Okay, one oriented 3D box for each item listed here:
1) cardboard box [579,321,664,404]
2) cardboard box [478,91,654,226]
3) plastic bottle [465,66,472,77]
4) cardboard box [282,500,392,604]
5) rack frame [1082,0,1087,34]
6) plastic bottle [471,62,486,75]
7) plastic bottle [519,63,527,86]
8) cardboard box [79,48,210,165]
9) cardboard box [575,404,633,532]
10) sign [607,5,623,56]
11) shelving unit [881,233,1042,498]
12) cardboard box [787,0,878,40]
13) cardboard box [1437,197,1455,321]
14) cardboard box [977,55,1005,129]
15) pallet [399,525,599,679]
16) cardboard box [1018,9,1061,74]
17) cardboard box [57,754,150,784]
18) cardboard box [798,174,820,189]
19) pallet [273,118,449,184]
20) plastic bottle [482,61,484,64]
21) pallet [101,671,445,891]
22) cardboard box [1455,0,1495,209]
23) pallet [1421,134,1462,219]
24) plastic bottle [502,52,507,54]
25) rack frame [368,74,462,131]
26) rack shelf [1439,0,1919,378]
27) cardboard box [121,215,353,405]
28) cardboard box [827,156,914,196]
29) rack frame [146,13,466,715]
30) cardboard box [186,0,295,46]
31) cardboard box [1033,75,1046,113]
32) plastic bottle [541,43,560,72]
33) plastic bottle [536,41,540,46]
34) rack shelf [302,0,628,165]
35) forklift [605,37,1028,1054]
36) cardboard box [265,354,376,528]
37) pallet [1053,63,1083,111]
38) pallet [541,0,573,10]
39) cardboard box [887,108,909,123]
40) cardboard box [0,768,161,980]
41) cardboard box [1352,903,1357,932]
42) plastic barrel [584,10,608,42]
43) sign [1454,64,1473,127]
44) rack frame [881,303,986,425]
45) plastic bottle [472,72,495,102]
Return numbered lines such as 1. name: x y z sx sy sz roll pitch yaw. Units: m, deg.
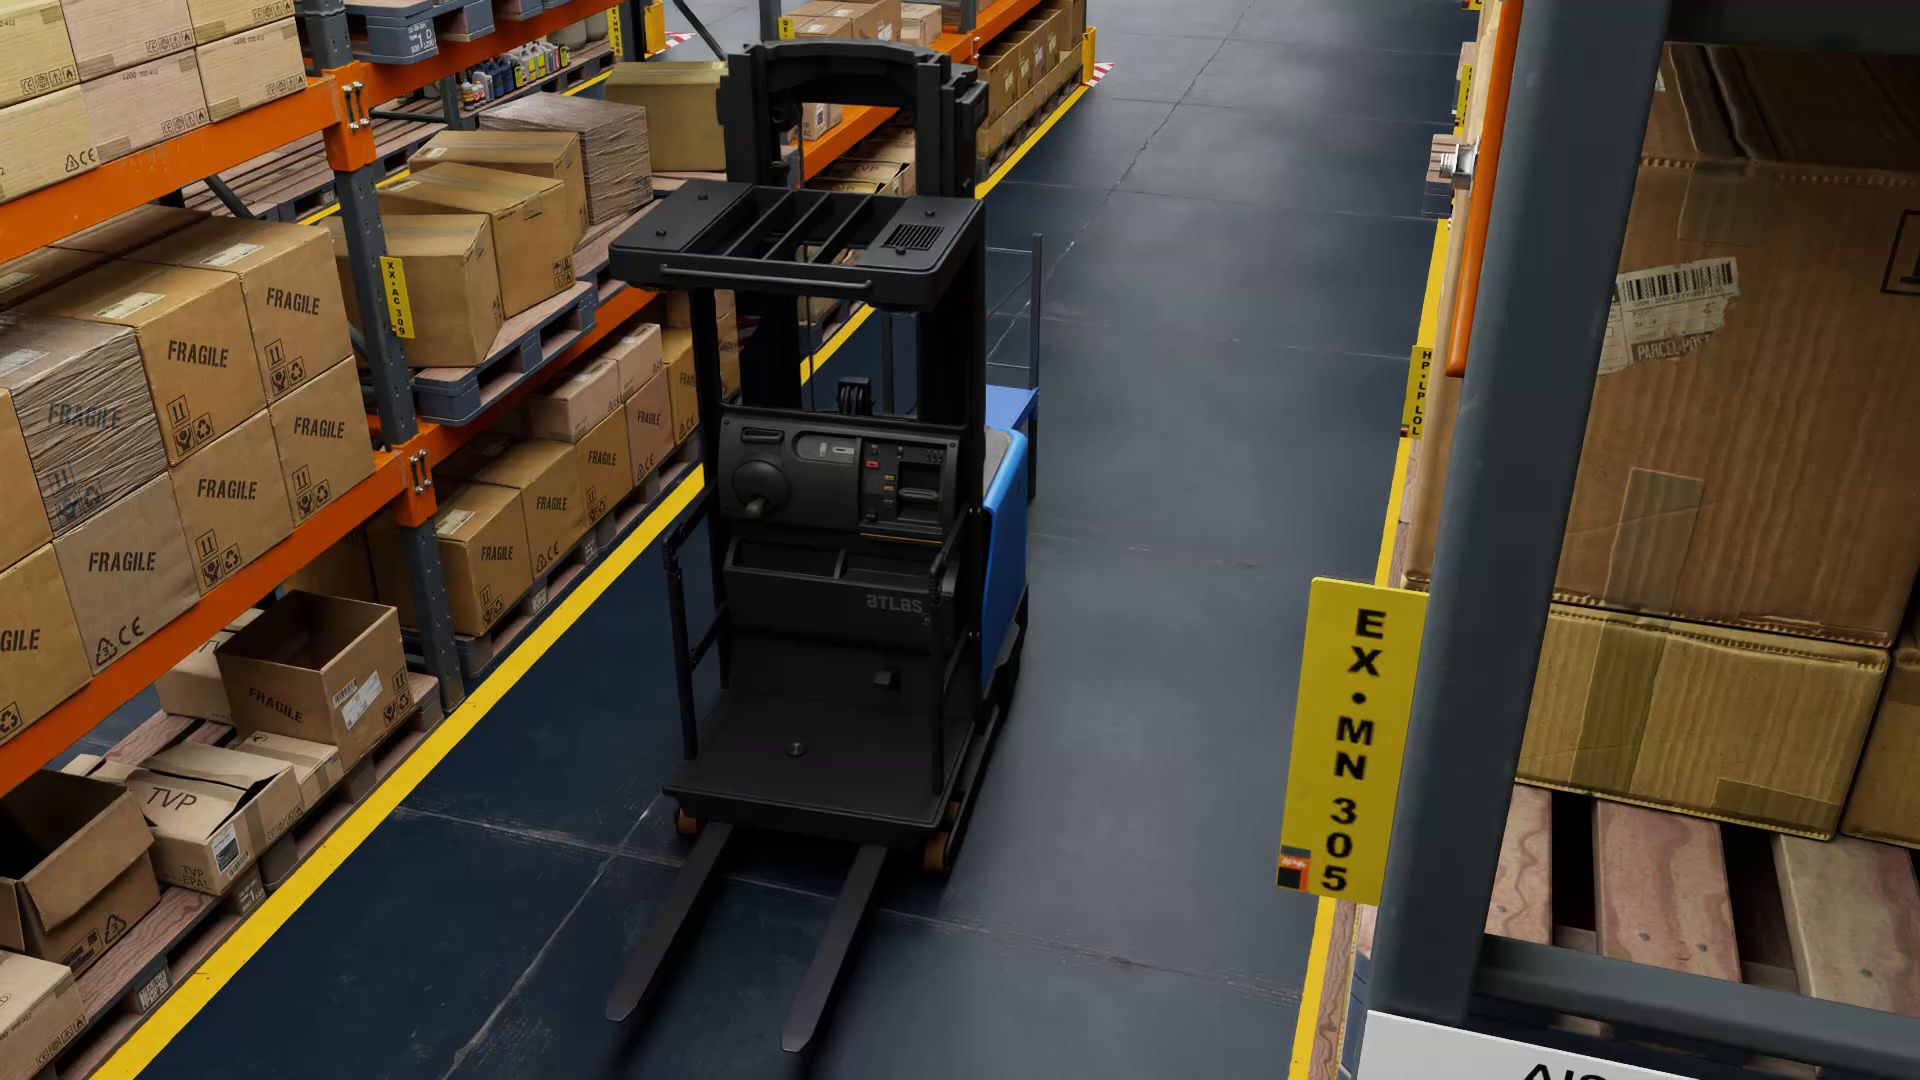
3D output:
1. cardboard box: -1.897 -0.952 8.724 0.500 0.250 0.500 8 30 14
2. cardboard box: -2.066 -2.017 8.755 0.700 0.500 0.500 14 32 24
3. plastic bottle: -4.880 -4.708 16.470 0.061 0.283 0.133 8 30 15
4. cardboard box: -2.841 -0.007 7.796 0.500 0.500 0.500 8 30 15
5. rack frame: 0.810 -6.214 16.834 1.000 3.000 0.127 8 30 15
6. plastic bottle: -4.602 -4.434 15.908 0.144 0.351 0.185 8 30 15
7. plastic bottle: -4.303 -4.565 16.296 0.097 0.201 0.097 0 29 0
8. cardboard box: -2.757 -1.387 5.227 0.500 0.250 0.500 8 30 15
9. cardboard box: -2.037 -0.408 8.516 0.500 0.500 0.500 9 30 15
10. sign: -2.069 -3.079 10.009 0.100 0.325 0.005 8 30 15
11. shelving unit: 0.025 -0.695 8.457 0.538 1.500 1.048 8 30 15
12. cardboard box: -0.906 -3.566 11.972 0.500 0.500 0.500 9 30 15
13. cardboard box: 1.111 -0.408 2.932 0.500 0.250 0.500 8 30 13
14. cardboard box: 0.072 -3.835 14.184 0.500 0.500 0.500 8 30 15
15. pallet: -2.509 0.198 8.177 1.003 0.211 1.213 8 30 15
16. cardboard box: 0.658 -4.765 15.855 0.500 0.500 0.500 8 30 15
17. cardboard box: -3.286 0.977 6.371 0.380 0.166 0.250 8 30 15
18. cardboard box: -1.322 -2.478 11.939 0.500 0.311 0.500 8 30 15
19. pallet: -5.291 -3.474 14.778 1.003 0.211 1.213 8 30 15
20. plastic bottle: -4.884 -4.918 16.859 0.097 0.271 0.097 0 29 0
21. pallet: -2.915 0.901 6.914 1.003 0.211 1.213 8 30 15
22. cardboard box: 1.107 -0.727 2.734 0.500 0.500 0.500 7 30 13
23. pallet: 3.306 -2.053 9.553 1.213 0.211 1.003 8 30 15
24. plastic bottle: -4.754 -5.124 17.229 0.097 0.271 0.097 0 29 0
25. rack frame: -5.098 -5.063 14.766 1.000 3.000 0.127 8 30 15
26. rack shelf: 1.438 -1.135 2.685 1.077 0.370 4.000 8 30 15
27. cardboard box: -2.613 -0.846 6.053 0.500 0.500 0.500 9 30 15
28. cardboard box: -0.655 -2.645 12.239 0.500 0.311 0.500 8 30 14
29. rack frame: -2.712 -0.637 6.809 1.000 3.000 0.127 8 30 15
30. cardboard box: -2.595 -1.836 5.519 0.500 0.250 0.500 8 30 15
31. cardboard box: 0.507 -4.205 15.620 0.500 0.250 0.500 8 30 15
32. plastic bottle: -4.144 -4.895 16.813 0.152 0.276 0.135 9 30 15
33. plastic bottle: -4.246 -4.913 16.838 0.061 0.283 0.133 8 30 15
34. rack shelf: -2.125 -2.563 7.926 1.077 0.370 4.000 8 30 15
35. forklift: -0.507 -0.194 6.084 1.130 2.935 3.031 6 30 11
36. cardboard box: -2.613 -0.412 6.302 0.500 0.500 0.500 9 30 16
37. pallet: 0.626 -4.634 16.862 1.003 0.211 1.213 8 30 15
38. pallet: -2.152 -2.641 7.520 1.213 0.211 1.003 8 30 15
39. cardboard box: -0.723 -3.425 13.641 0.500 0.311 0.500 9 30 15
40. cardboard box: -3.259 1.136 5.739 0.797 0.503 0.637 8 30 15
41. cardboard box: 1.426 0.865 3.801 0.980 0.700 0.700 7 30 12
42. plastic barrel: -4.044 -5.702 18.041 0.421 0.512 0.421 0 29 0
43. sign: 2.677 -2.335 8.753 0.100 0.325 0.005 8 30 15
44. rack frame: -0.124 -0.459 8.032 0.500 1.500 0.032 8 30 15
45. plastic bottle: -4.517 -4.305 15.752 0.152 0.276 0.135 10 30 17
